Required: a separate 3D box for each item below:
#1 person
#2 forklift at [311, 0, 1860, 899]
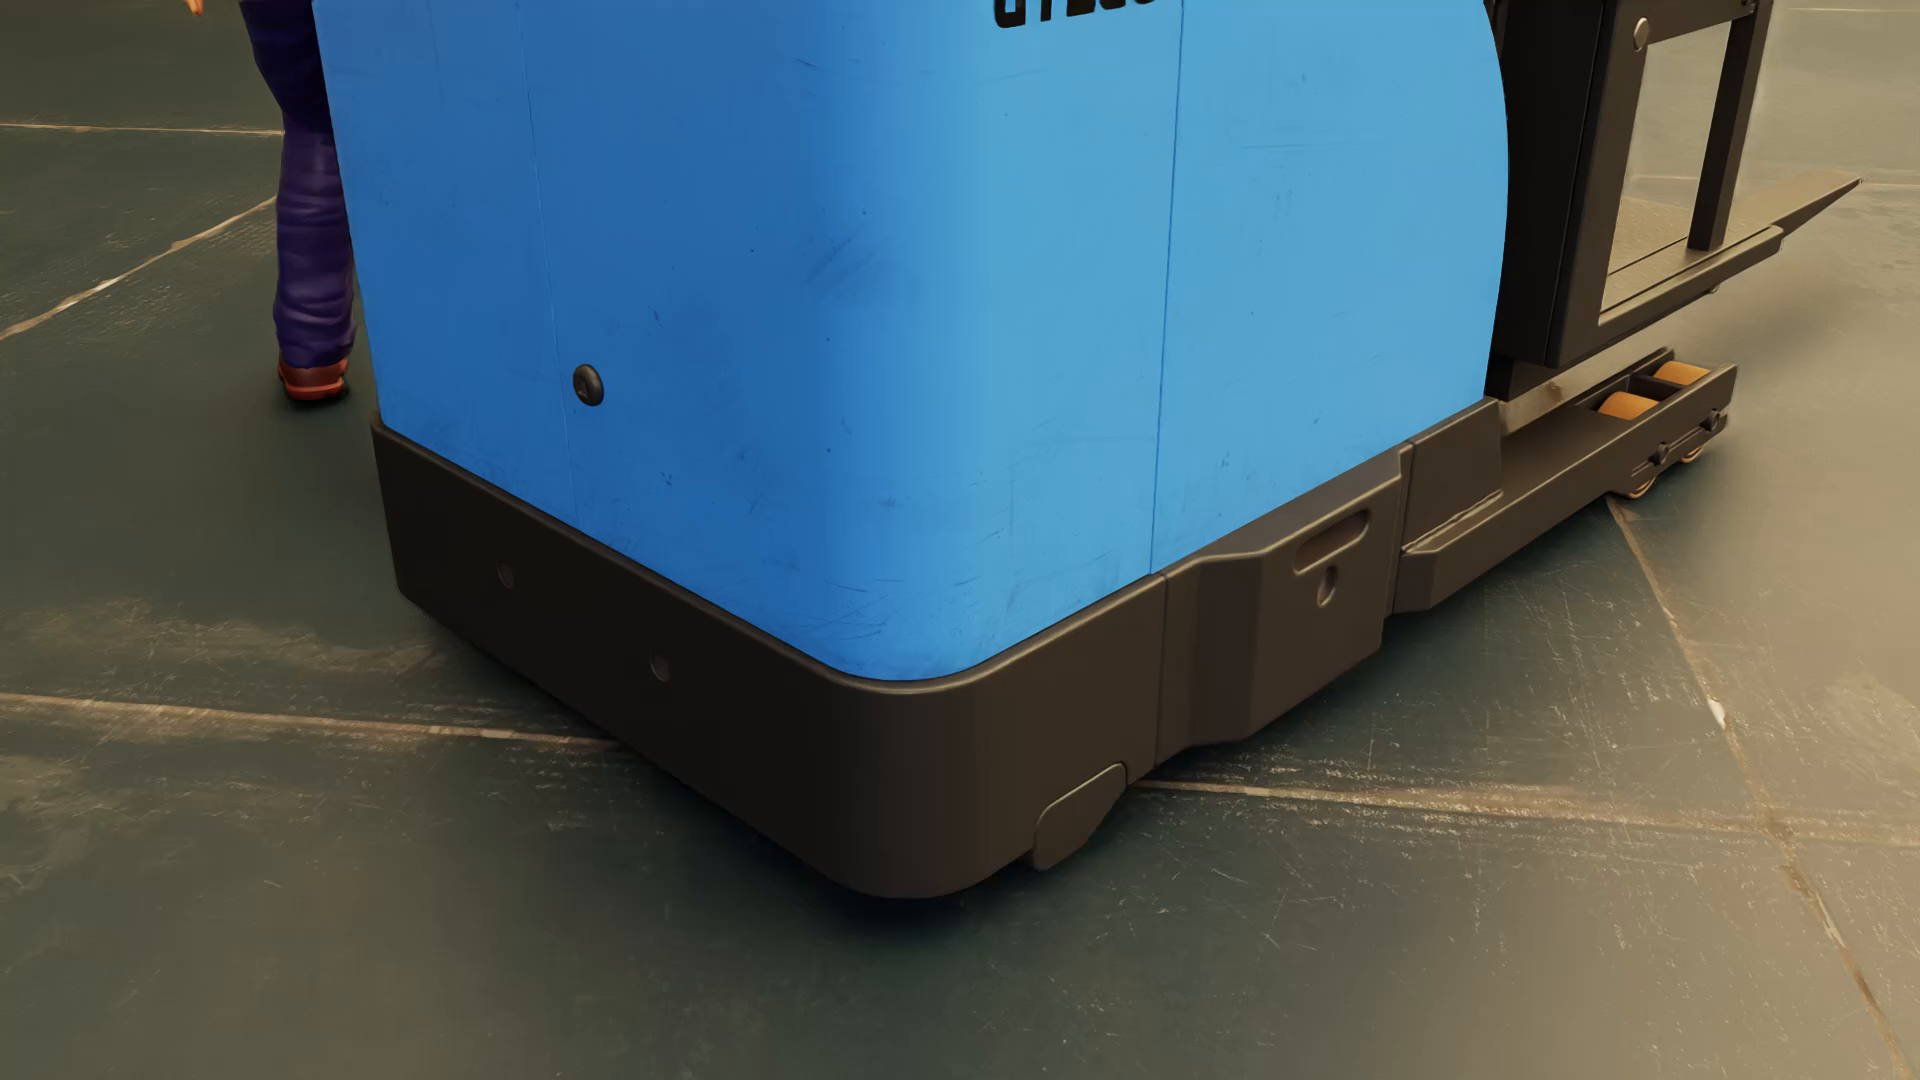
[{"bbox_3d":[-0.952,-0.935,2.576,0.811,1.623,0.379,11,29,21],"label":"person"},{"bbox_3d":[0.635,-1.520,2.264,1.130,2.935,3.031,24,35,39],"label":"forklift"}]
